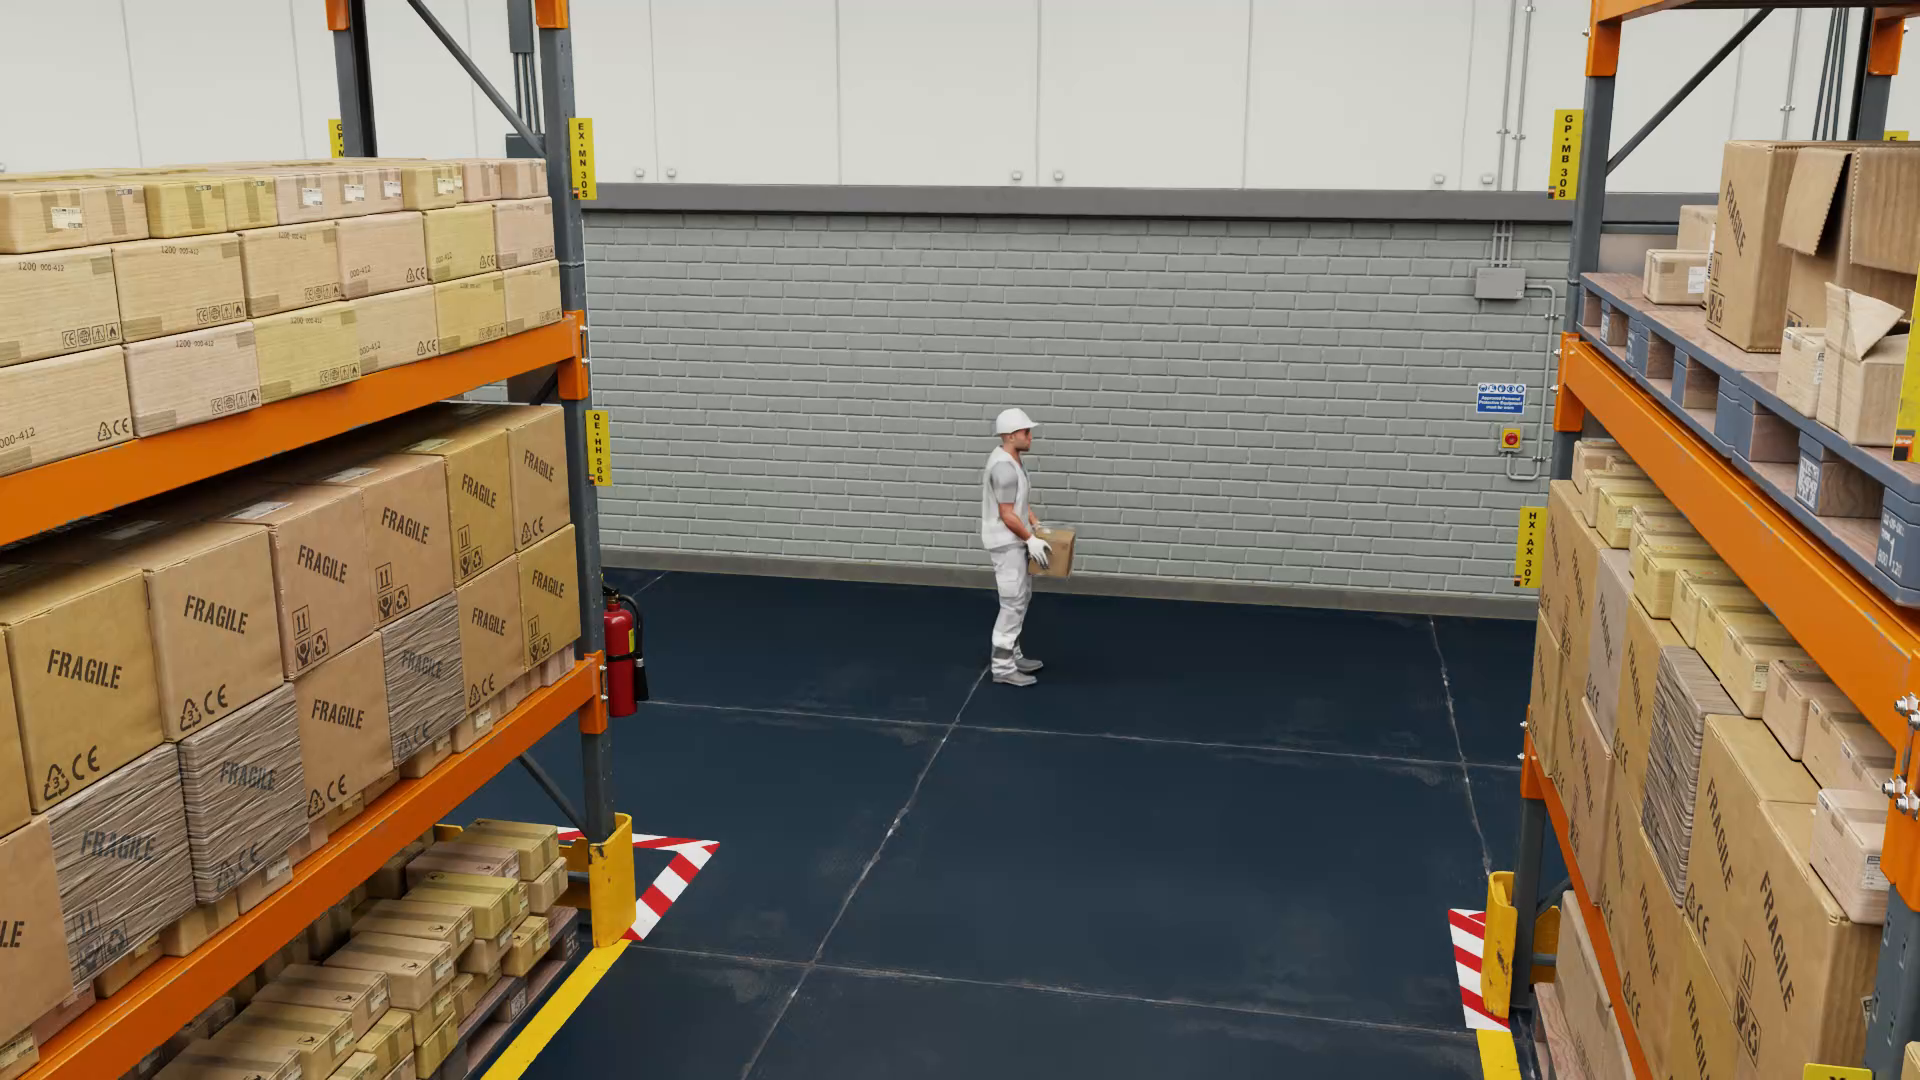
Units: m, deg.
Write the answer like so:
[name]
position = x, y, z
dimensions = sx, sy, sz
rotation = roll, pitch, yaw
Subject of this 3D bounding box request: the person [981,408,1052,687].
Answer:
[person]
position = 0.383, 0.032, 10.831
dimensions = 0.474, 1.793, 0.533
rotation = 3, 15, 10
